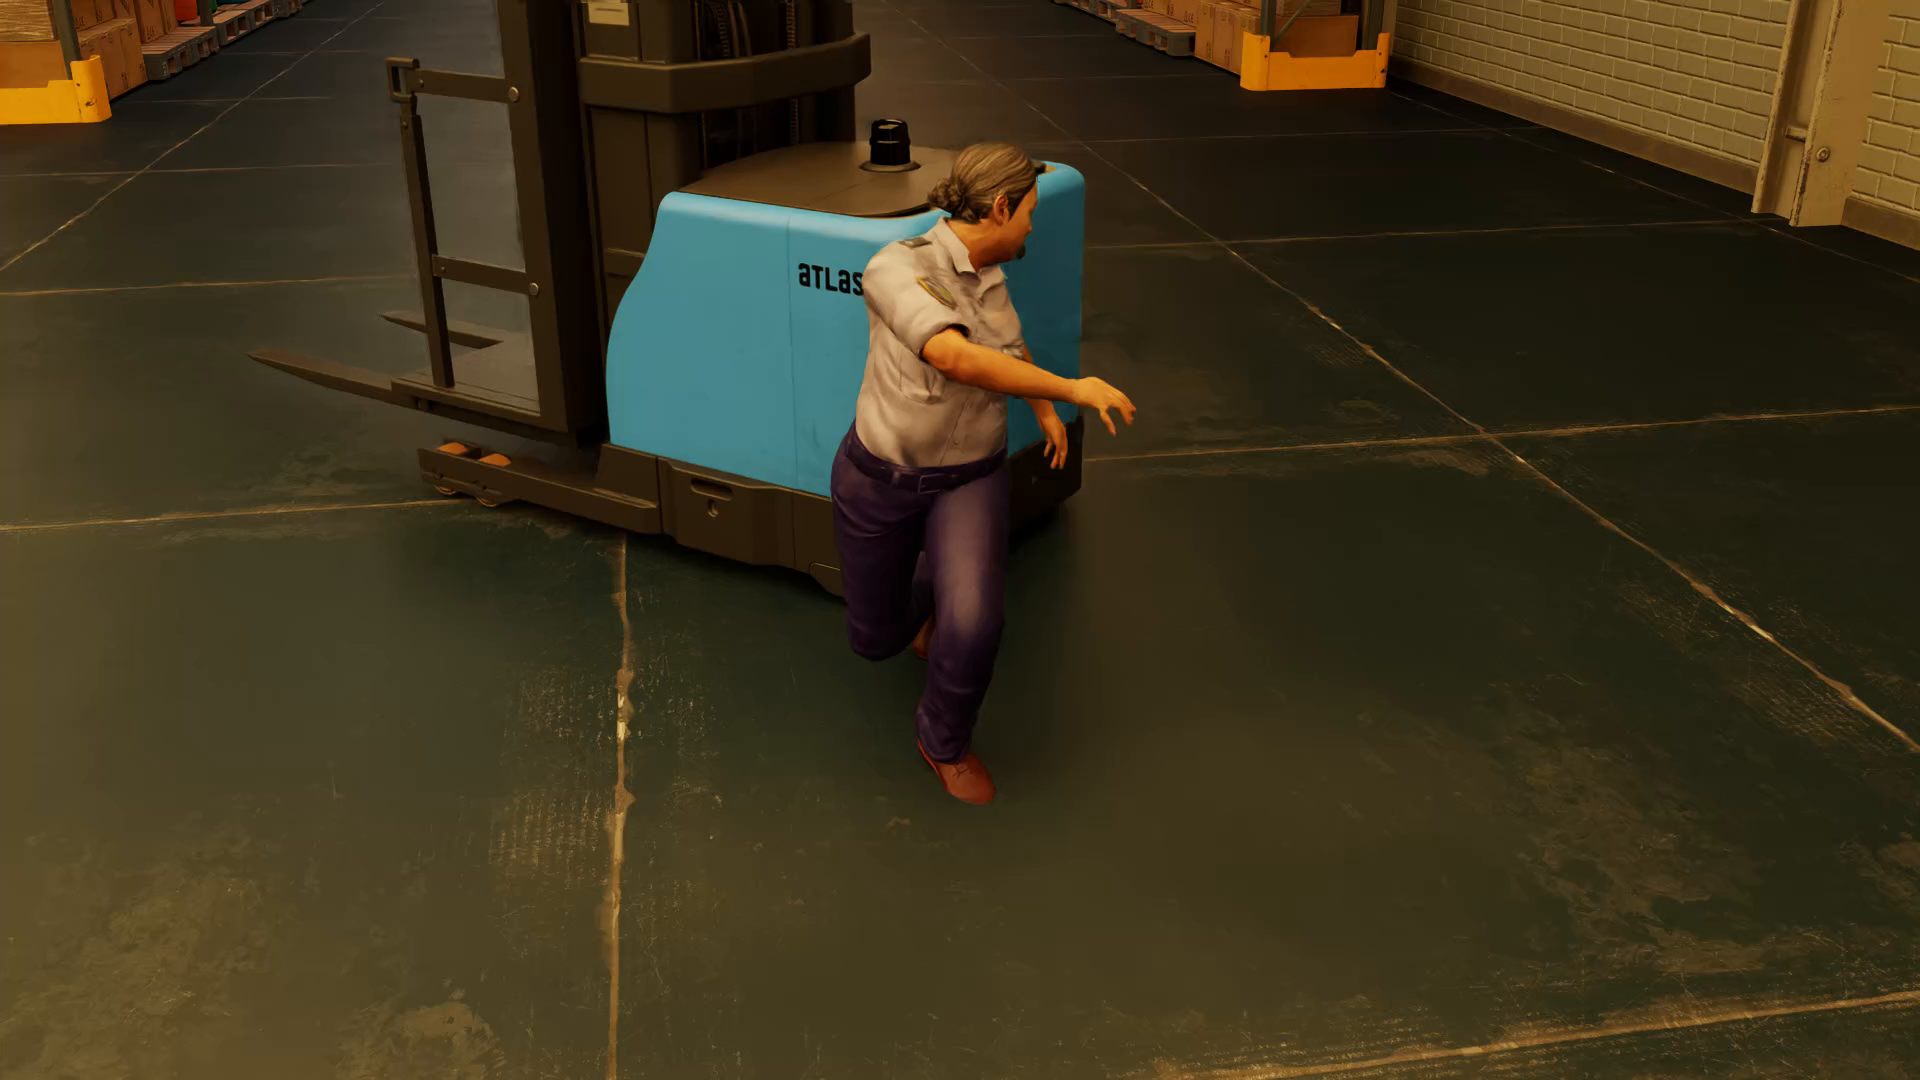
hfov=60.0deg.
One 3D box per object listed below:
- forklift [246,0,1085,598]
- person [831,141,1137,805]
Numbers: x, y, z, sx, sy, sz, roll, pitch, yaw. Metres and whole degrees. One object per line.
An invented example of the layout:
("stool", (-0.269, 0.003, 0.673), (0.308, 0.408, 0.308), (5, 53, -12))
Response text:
("forklift", (-1.138, -1.611, 5.061), (3.031, 2.935, 1.130), (14, 27, 29))
("person", (0.015, -0.185, 3.772), (0.631, 1.426, 0.906), (-5, 24, -11))
